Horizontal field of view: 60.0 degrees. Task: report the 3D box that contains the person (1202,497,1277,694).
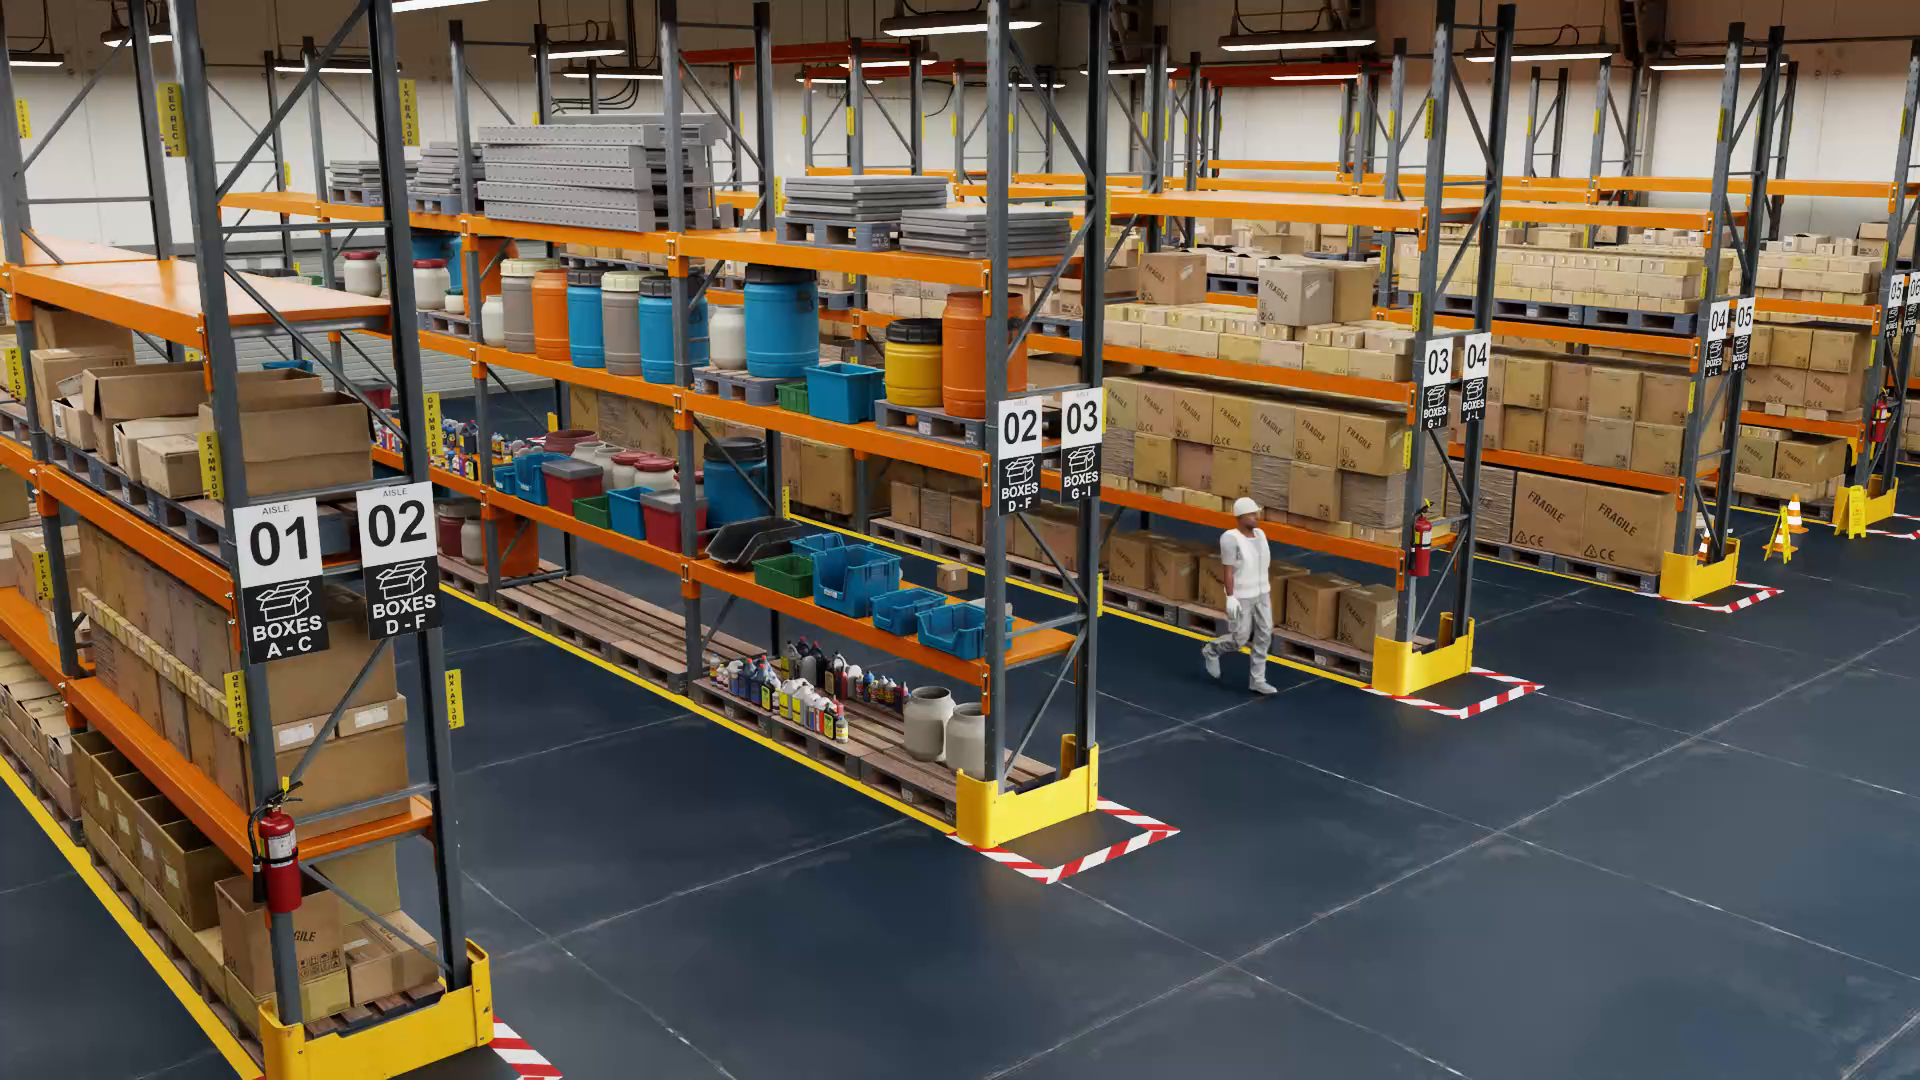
[{"bbox_3d":[2.551,0.485,14.950,0.552,1.765,0.747,-10,17,-35],"label":"person"}]
